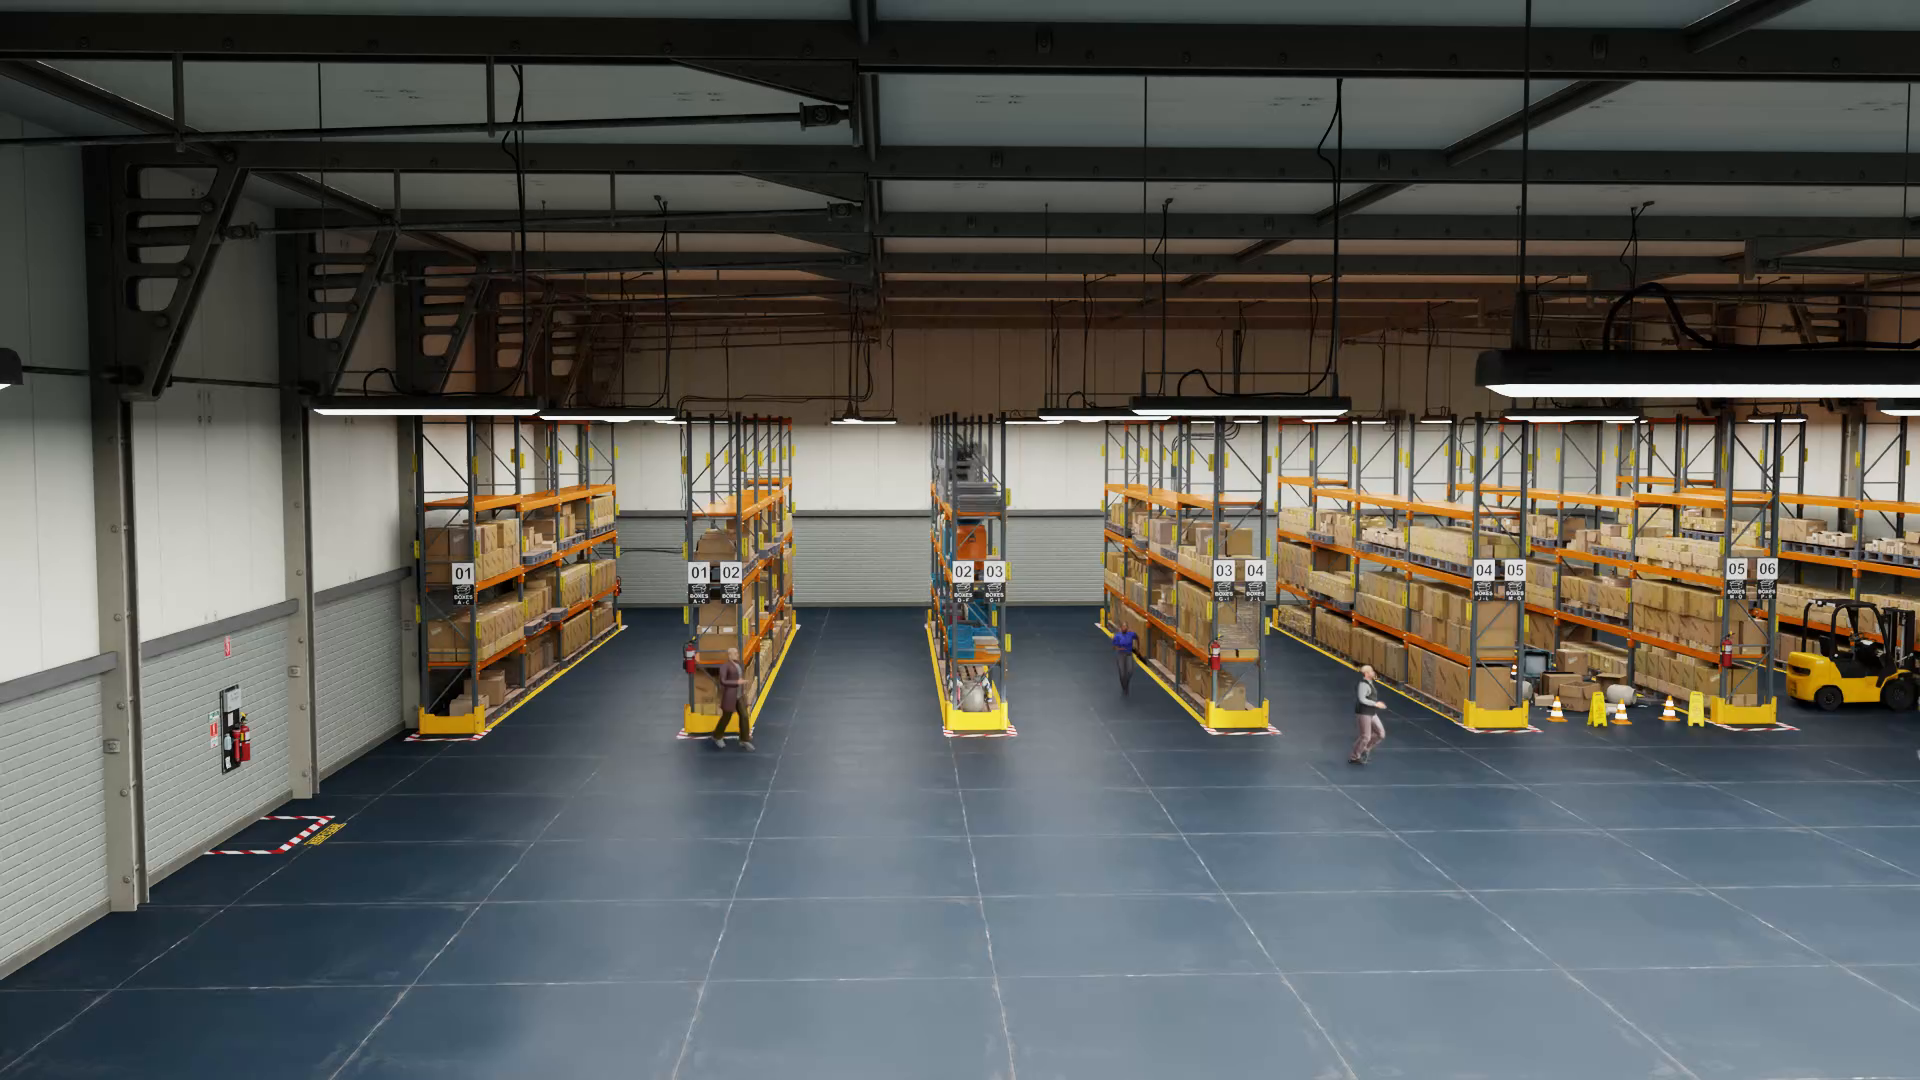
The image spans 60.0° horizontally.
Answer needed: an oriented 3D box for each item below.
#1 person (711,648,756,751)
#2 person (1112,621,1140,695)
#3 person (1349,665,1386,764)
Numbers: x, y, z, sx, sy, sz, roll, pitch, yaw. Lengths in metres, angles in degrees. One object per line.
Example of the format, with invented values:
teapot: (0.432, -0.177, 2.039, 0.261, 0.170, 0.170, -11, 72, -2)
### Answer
person: (-4.018, 2.802, 29.455, 0.934, 1.805, 0.706, 3, 5, 34)
person: (3.515, 2.507, 35.165, 0.605, 1.604, 0.758, 0, 4, 0)
person: (6.904, 2.959, 28.085, 0.639, 1.693, 0.662, 2, 4, 29)
